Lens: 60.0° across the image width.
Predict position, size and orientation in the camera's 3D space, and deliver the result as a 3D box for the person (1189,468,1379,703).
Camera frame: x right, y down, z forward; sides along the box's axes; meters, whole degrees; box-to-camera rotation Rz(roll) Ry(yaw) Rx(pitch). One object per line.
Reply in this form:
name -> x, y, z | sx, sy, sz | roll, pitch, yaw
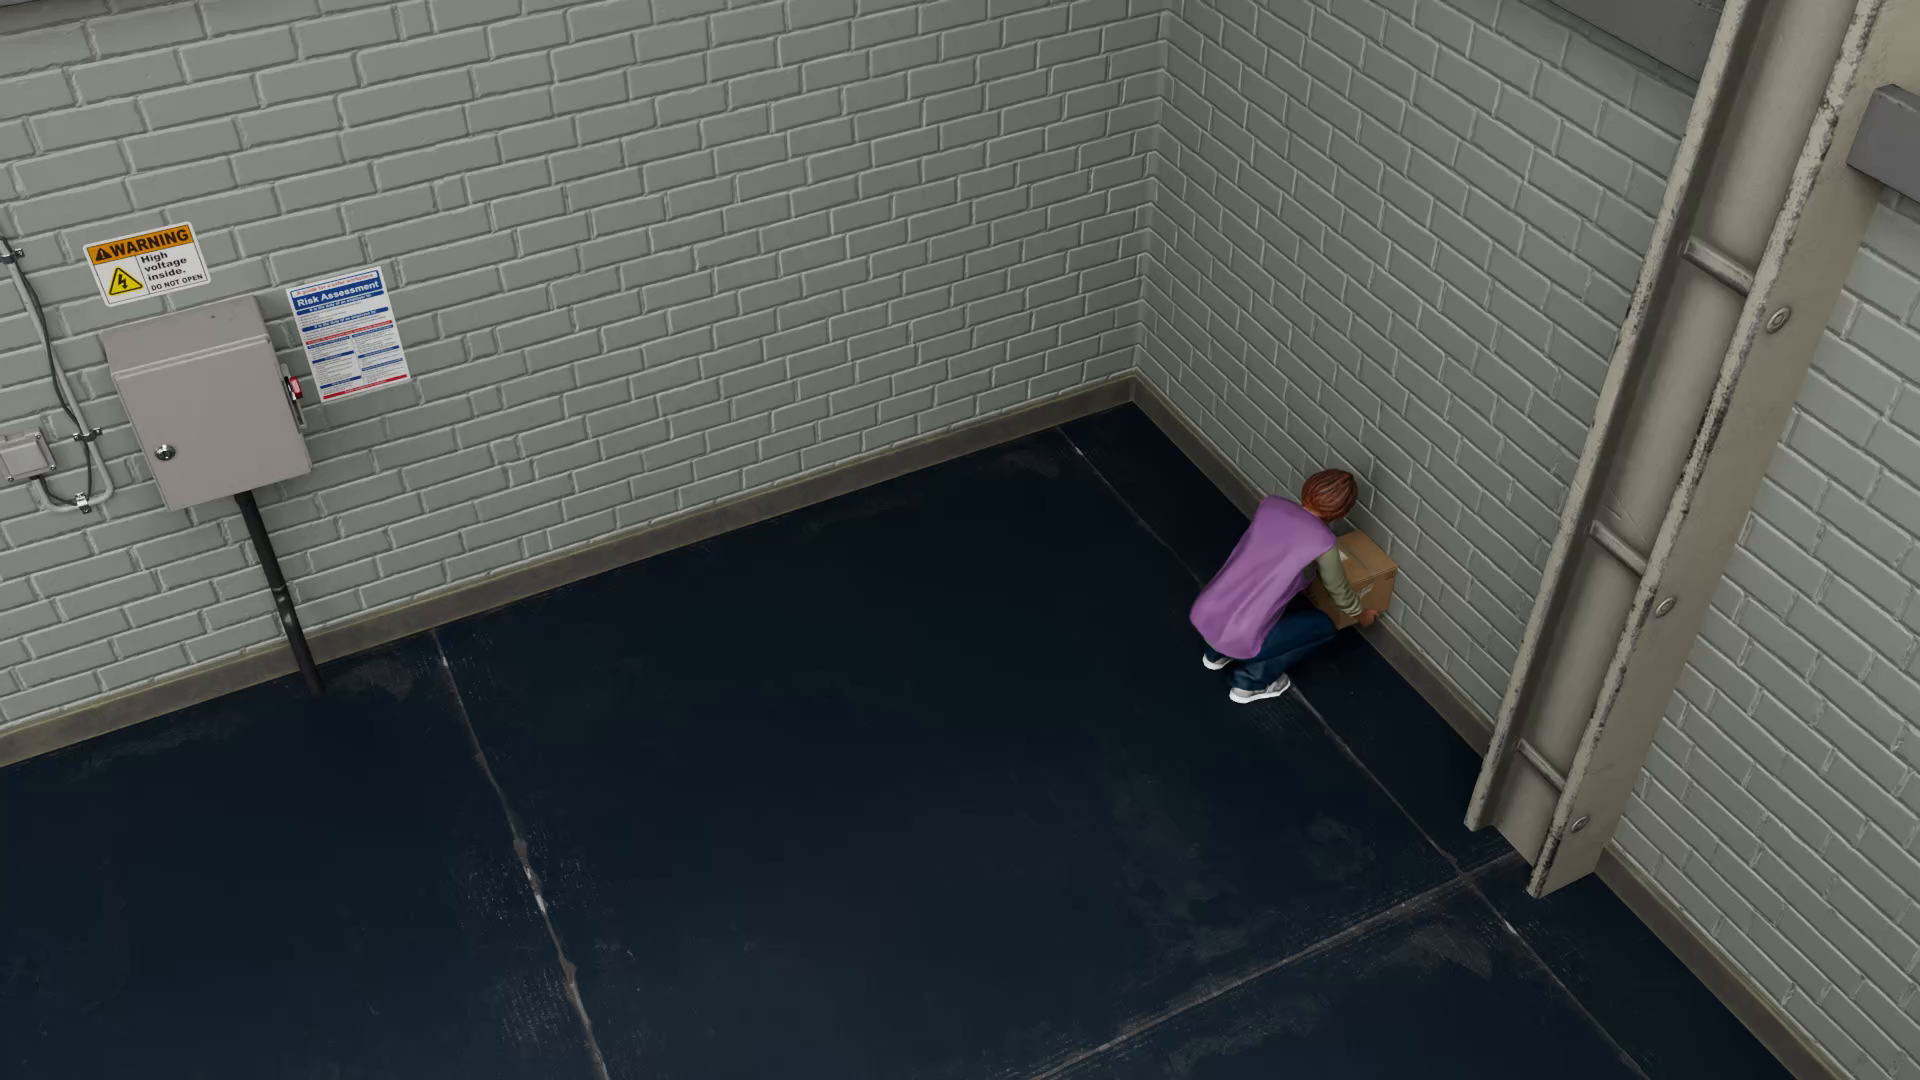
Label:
person -> 1.273, 0.180, 6.509 | 0.805, 0.883, 0.450 | -19, 45, -20
